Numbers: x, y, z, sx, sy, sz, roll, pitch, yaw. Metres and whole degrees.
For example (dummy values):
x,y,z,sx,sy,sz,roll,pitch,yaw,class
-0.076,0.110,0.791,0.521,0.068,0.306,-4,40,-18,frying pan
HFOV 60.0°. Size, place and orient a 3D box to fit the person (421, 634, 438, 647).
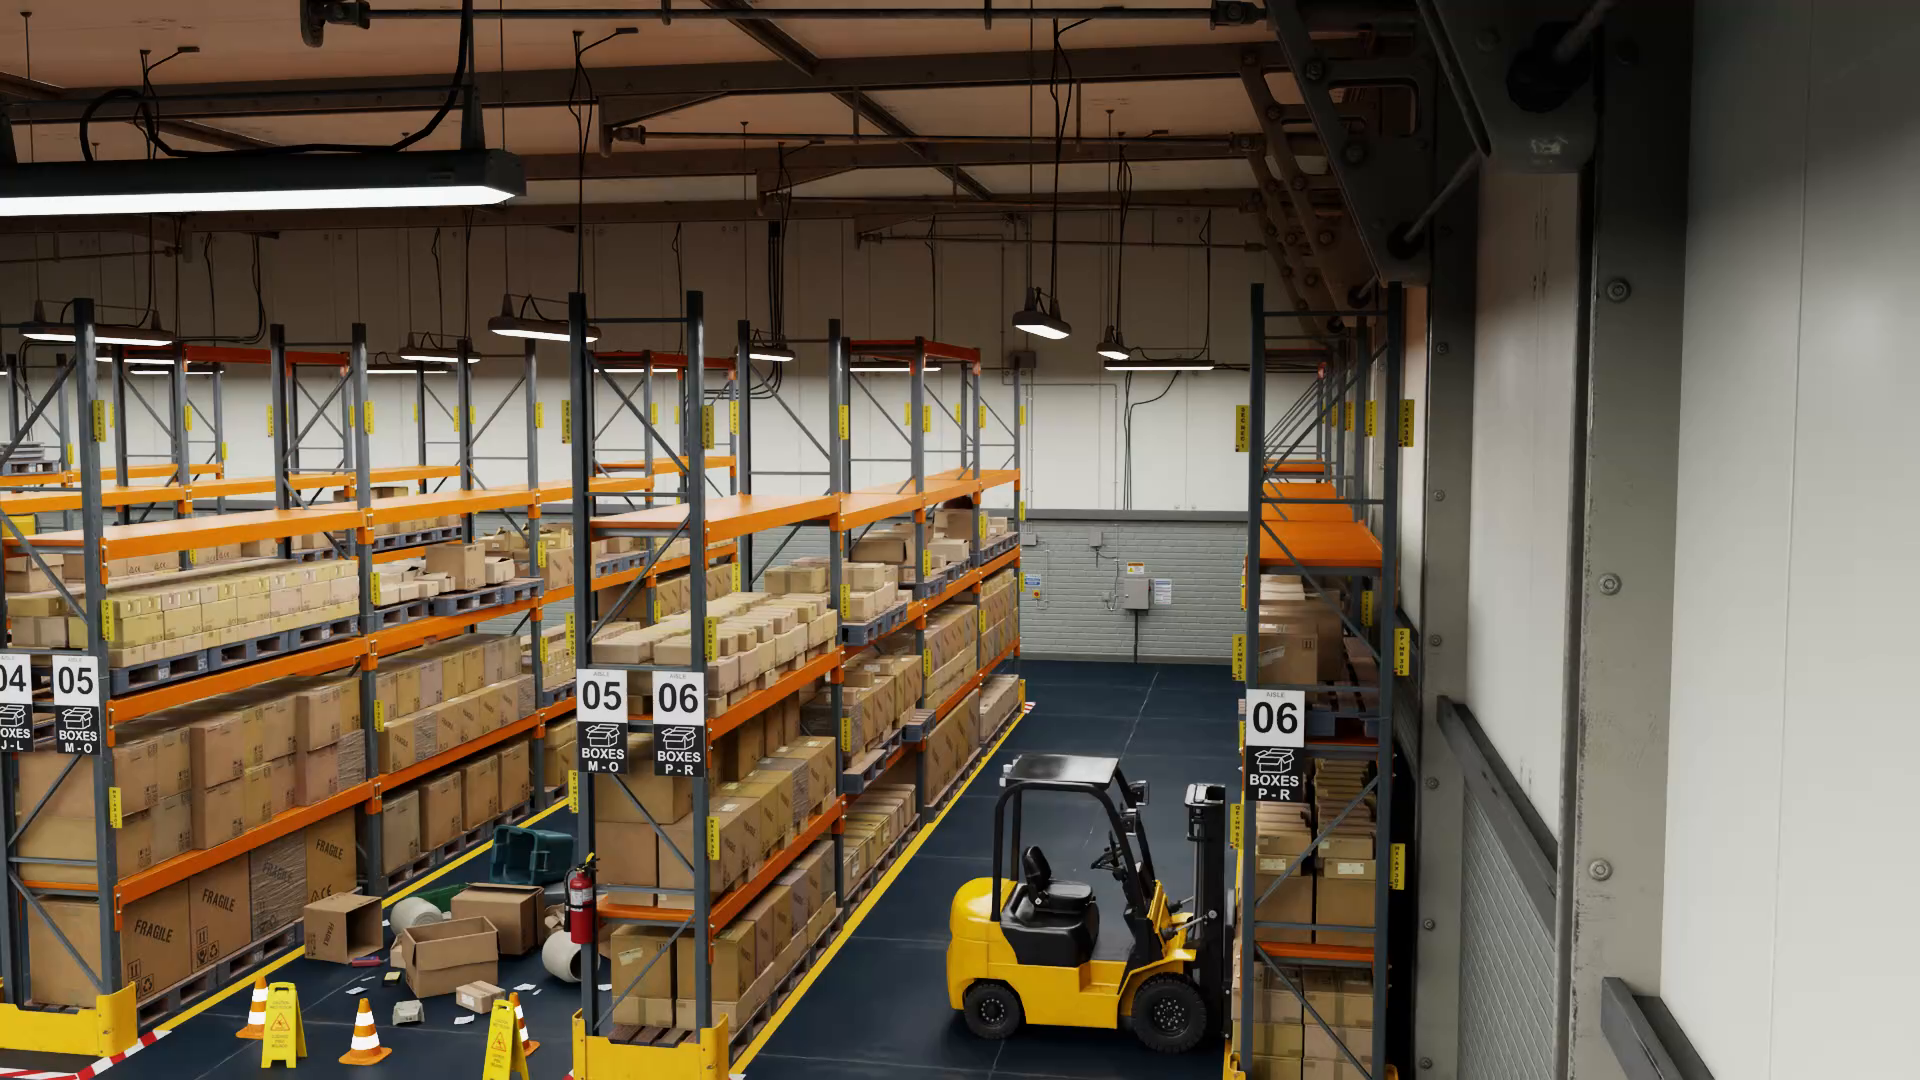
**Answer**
x,y,z,sx,sy,sz,roll,pitch,yaw,class
-8.053,2.230,25.484,0.478,1.790,0.608,4,6,39,person
